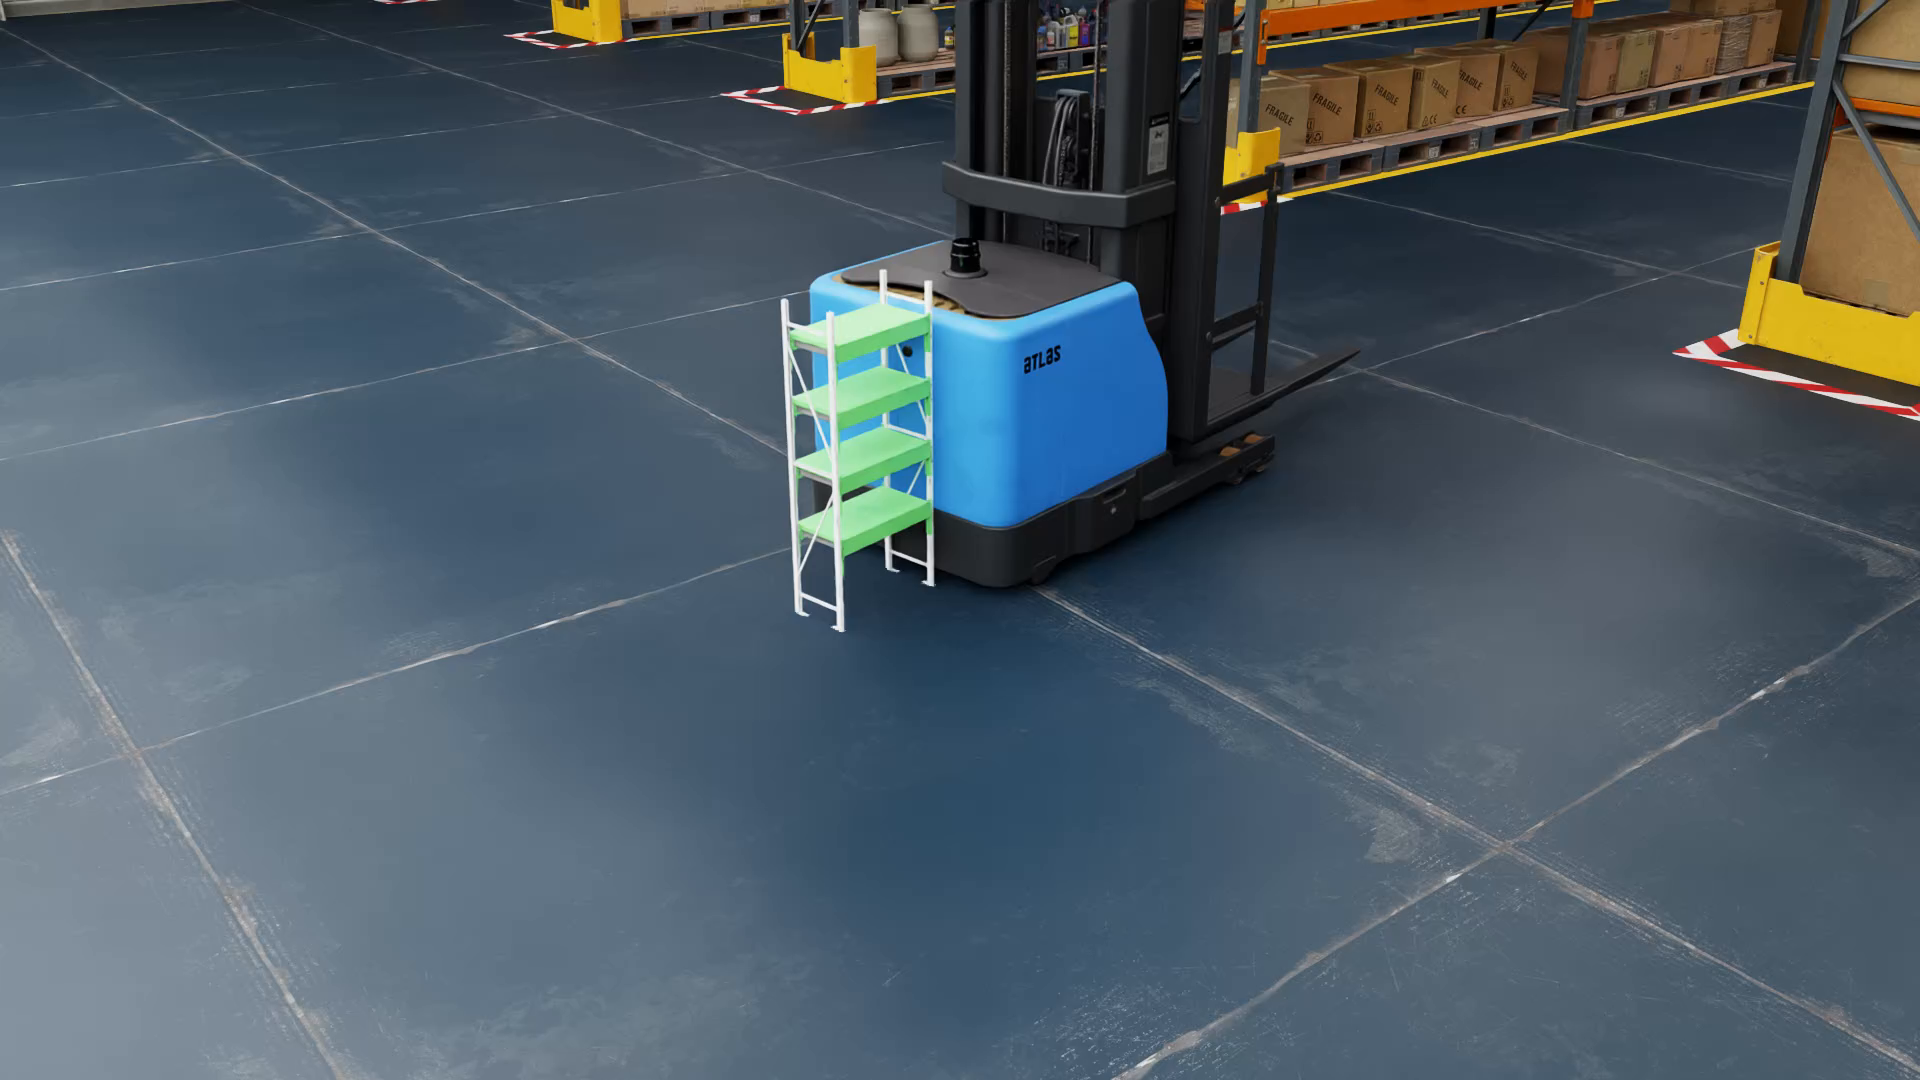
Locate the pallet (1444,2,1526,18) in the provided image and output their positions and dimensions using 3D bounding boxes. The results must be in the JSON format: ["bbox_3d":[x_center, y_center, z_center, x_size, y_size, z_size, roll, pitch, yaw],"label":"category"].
[{"bbox_3d":[6.565,-6.976,21.531,1.213,0.211,1.003,-18,31,-34],"label":"pallet"}]

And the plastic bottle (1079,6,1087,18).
[{"bbox_3d":[1.342,-5.693,18.171,0.097,0.271,0.097,0,25,0],"label":"plastic bottle"}]

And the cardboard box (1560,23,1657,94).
[{"bbox_3d":[5.803,-4.363,15.035,0.500,0.500,0.700,-18,31,-34],"label":"cardboard box"}]

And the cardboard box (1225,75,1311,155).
[{"bbox_3d":[2.273,-3.202,12.556,0.500,0.500,0.500,-12,28,-25],"label":"cardboard box"}]

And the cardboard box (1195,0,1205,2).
[{"bbox_3d":[1.869,-4.017,12.141,0.250,0.149,0.380,-18,31,-34],"label":"cardboard box"}]

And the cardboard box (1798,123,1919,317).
[{"bbox_3d":[5.246,-1.744,8.970,0.875,0.875,0.875,-18,30,-34],"label":"cardboard box"}]

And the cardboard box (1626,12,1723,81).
[{"bbox_3d":[6.682,-4.654,15.661,0.500,0.500,0.700,-15,29,-30],"label":"cardboard box"}]

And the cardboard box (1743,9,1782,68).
[{"bbox_3d":[7.552,-4.952,16.303,0.500,0.500,0.700,-20,32,-37],"label":"cardboard box"}]

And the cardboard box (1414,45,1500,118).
[{"bbox_3d":[4.134,-3.842,13.936,0.500,0.500,0.500,-9,26,-18],"label":"cardboard box"}]

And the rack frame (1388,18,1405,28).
[{"bbox_3d":[5.011,-7.707,19.794,0.127,3.000,1.000,-18,31,-34],"label":"rack frame"}]

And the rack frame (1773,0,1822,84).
[{"bbox_3d":[8.067,-6.067,16.259,0.127,3.000,1.000,-18,31,-34],"label":"rack frame"}]

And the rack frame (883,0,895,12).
[{"bbox_3d":[-1.190,-8.310,21.093,0.127,3.000,1.000,-18,31,-34],"label":"rack frame"}]

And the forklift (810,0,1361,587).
[{"bbox_3d":[0.752,-1.694,6.919,1.130,2.935,3.031,20,32,36],"label":"forklift"}]

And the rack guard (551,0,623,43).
[{"bbox_3d":[-4.357,-6.131,19.367,0.348,0.500,1.175,-18,31,-34],"label":"rack guard"}]

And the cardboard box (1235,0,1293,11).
[{"bbox_3d":[2.143,-3.870,11.823,0.250,0.149,0.380,-18,31,-34],"label":"cardboard box"}]

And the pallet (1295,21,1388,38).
[{"bbox_3d":[4.377,-6.254,19.975,1.213,0.211,1.003,-18,31,-34],"label":"pallet"}]

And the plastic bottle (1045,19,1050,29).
[{"bbox_3d":[0.933,-5.233,17.167,0.133,0.283,0.061,-18,31,-34],"label":"plastic bottle"}]

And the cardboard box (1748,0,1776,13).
[{"bbox_3d":[7.558,-5.289,16.138,0.500,0.250,0.500,-17,30,-32],"label":"cardboard box"}]

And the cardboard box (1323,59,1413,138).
[{"bbox_3d":[3.227,-3.525,13.252,0.500,0.500,0.500,-15,29,-29],"label":"cardboard box"}]

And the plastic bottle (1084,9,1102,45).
[{"bbox_3d":[1.383,-5.354,17.347,0.185,0.351,0.144,-20,32,-37],"label":"plastic bottle"}]

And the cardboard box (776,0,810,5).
[{"bbox_3d":[-2.204,-6.799,20.605,0.500,0.250,0.500,-18,31,-34],"label":"cardboard box"}]

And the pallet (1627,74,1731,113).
[{"bbox_3d":[6.492,-4.284,15.730,1.213,0.211,1.003,-18,31,-34],"label":"pallet"}]

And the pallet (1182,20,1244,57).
[{"bbox_3d":[2.457,-5.620,18.609,1.213,0.211,1.003,-18,31,-34],"label":"pallet"}]

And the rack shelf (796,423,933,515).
[{"bbox_3d":[-0.354,-0.263,6.043,0.258,0.148,0.480,20,32,36],"label":"rack shelf"}]

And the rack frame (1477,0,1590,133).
[{"bbox_3d":[4.919,-5.028,14.020,0.127,3.000,1.000,-18,31,-34],"label":"rack frame"}]

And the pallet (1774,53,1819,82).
[{"bbox_3d":[8.734,-4.982,17.233,1.213,0.211,1.003,-18,31,-34],"label":"pallet"}]

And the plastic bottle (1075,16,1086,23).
[{"bbox_3d":[1.272,-5.362,17.454,0.135,0.276,0.152,-18,31,-34],"label":"plastic bottle"}]

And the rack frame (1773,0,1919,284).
[{"bbox_3d":[4.753,-2.319,8.184,0.127,3.000,1.000,-18,31,-34],"label":"rack frame"}]

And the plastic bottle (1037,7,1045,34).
[{"bbox_3d":[0.823,-5.545,17.759,0.185,0.351,0.144,-20,31,-36],"label":"plastic bottle"}]

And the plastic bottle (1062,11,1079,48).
[{"bbox_3d":[1.129,-5.270,17.166,0.185,0.351,0.144,-18,31,-34],"label":"plastic bottle"}]

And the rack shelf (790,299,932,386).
[{"bbox_3d":[-0.354,-0.698,5.841,0.258,0.148,0.480,20,32,36],"label":"rack shelf"}]

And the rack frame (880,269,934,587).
[{"bbox_3d":[-0.194,-0.399,6.184,0.240,1.200,0.015,20,32,36],"label":"rack frame"}]

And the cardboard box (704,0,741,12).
[{"bbox_3d":[-2.994,-6.541,20.048,0.500,0.250,0.500,-18,31,-34],"label":"cardboard box"}]

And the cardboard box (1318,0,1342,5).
[{"bbox_3d":[2.558,-3.988,12.079,0.250,0.149,0.380,-18,31,-34],"label":"cardboard box"}]

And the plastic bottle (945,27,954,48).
[{"bbox_3d":[-0.110,-5.182,17.154,0.097,0.201,0.097,0,25,0],"label":"plastic bottle"}]

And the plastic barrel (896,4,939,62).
[{"bbox_3d":[-0.419,-5.018,16.455,0.421,0.512,0.421,0,25,0],"label":"plastic barrel"}]

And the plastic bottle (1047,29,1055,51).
[{"bbox_3d":[0.923,-5.121,17.023,0.097,0.201,0.097,0,25,0],"label":"plastic bottle"}]

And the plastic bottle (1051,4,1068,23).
[{"bbox_3d":[1.061,-5.546,17.762,0.185,0.351,0.144,-18,31,-34],"label":"plastic bottle"}]

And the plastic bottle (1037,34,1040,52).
[{"bbox_3d":[0.761,-5.068,16.908,0.097,0.201,0.097,0,25,0],"label":"plastic bottle"}]

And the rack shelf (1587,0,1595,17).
[{"bbox_3d":[6.493,-5.221,15.291,4.000,0.370,1.077,-18,31,-34],"label":"rack shelf"}]

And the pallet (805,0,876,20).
[{"bbox_3d":[-1.842,-6.853,21.265,1.213,0.211,1.003,-18,31,-34],"label":"pallet"}]

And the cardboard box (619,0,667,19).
[{"bbox_3d":[-3.779,-6.280,19.486,0.500,0.250,0.500,-18,31,-34],"label":"cardboard box"}]

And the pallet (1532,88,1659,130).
[{"bbox_3d":[5.531,-3.965,15.044,1.213,0.211,1.003,-18,31,-34],"label":"pallet"}]

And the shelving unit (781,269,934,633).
[{"bbox_3d":[-0.354,-0.321,6.016,0.258,1.200,0.503,20,32,36],"label":"shelving unit"}]

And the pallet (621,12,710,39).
[{"bbox_3d":[-3.762,-6.219,19.899,1.213,0.211,1.003,-18,31,-34],"label":"pallet"}]

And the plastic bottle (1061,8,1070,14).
[{"bbox_3d":[1.104,-5.602,17.970,0.135,0.276,0.152,-17,30,-32],"label":"plastic bottle"}]

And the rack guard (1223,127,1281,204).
[{"bbox_3d":[1.832,-2.874,12.350,0.348,0.500,1.175,-18,31,-34],"label":"rack guard"}]

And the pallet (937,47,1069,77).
[{"bbox_3d":[0.348,-4.924,17.109,1.213,0.211,1.003,-18,31,-34],"label":"pallet"}]

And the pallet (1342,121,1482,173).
[{"bbox_3d":[3.452,-3.258,13.519,1.213,0.211,1.003,-18,31,-34],"label":"pallet"}]
